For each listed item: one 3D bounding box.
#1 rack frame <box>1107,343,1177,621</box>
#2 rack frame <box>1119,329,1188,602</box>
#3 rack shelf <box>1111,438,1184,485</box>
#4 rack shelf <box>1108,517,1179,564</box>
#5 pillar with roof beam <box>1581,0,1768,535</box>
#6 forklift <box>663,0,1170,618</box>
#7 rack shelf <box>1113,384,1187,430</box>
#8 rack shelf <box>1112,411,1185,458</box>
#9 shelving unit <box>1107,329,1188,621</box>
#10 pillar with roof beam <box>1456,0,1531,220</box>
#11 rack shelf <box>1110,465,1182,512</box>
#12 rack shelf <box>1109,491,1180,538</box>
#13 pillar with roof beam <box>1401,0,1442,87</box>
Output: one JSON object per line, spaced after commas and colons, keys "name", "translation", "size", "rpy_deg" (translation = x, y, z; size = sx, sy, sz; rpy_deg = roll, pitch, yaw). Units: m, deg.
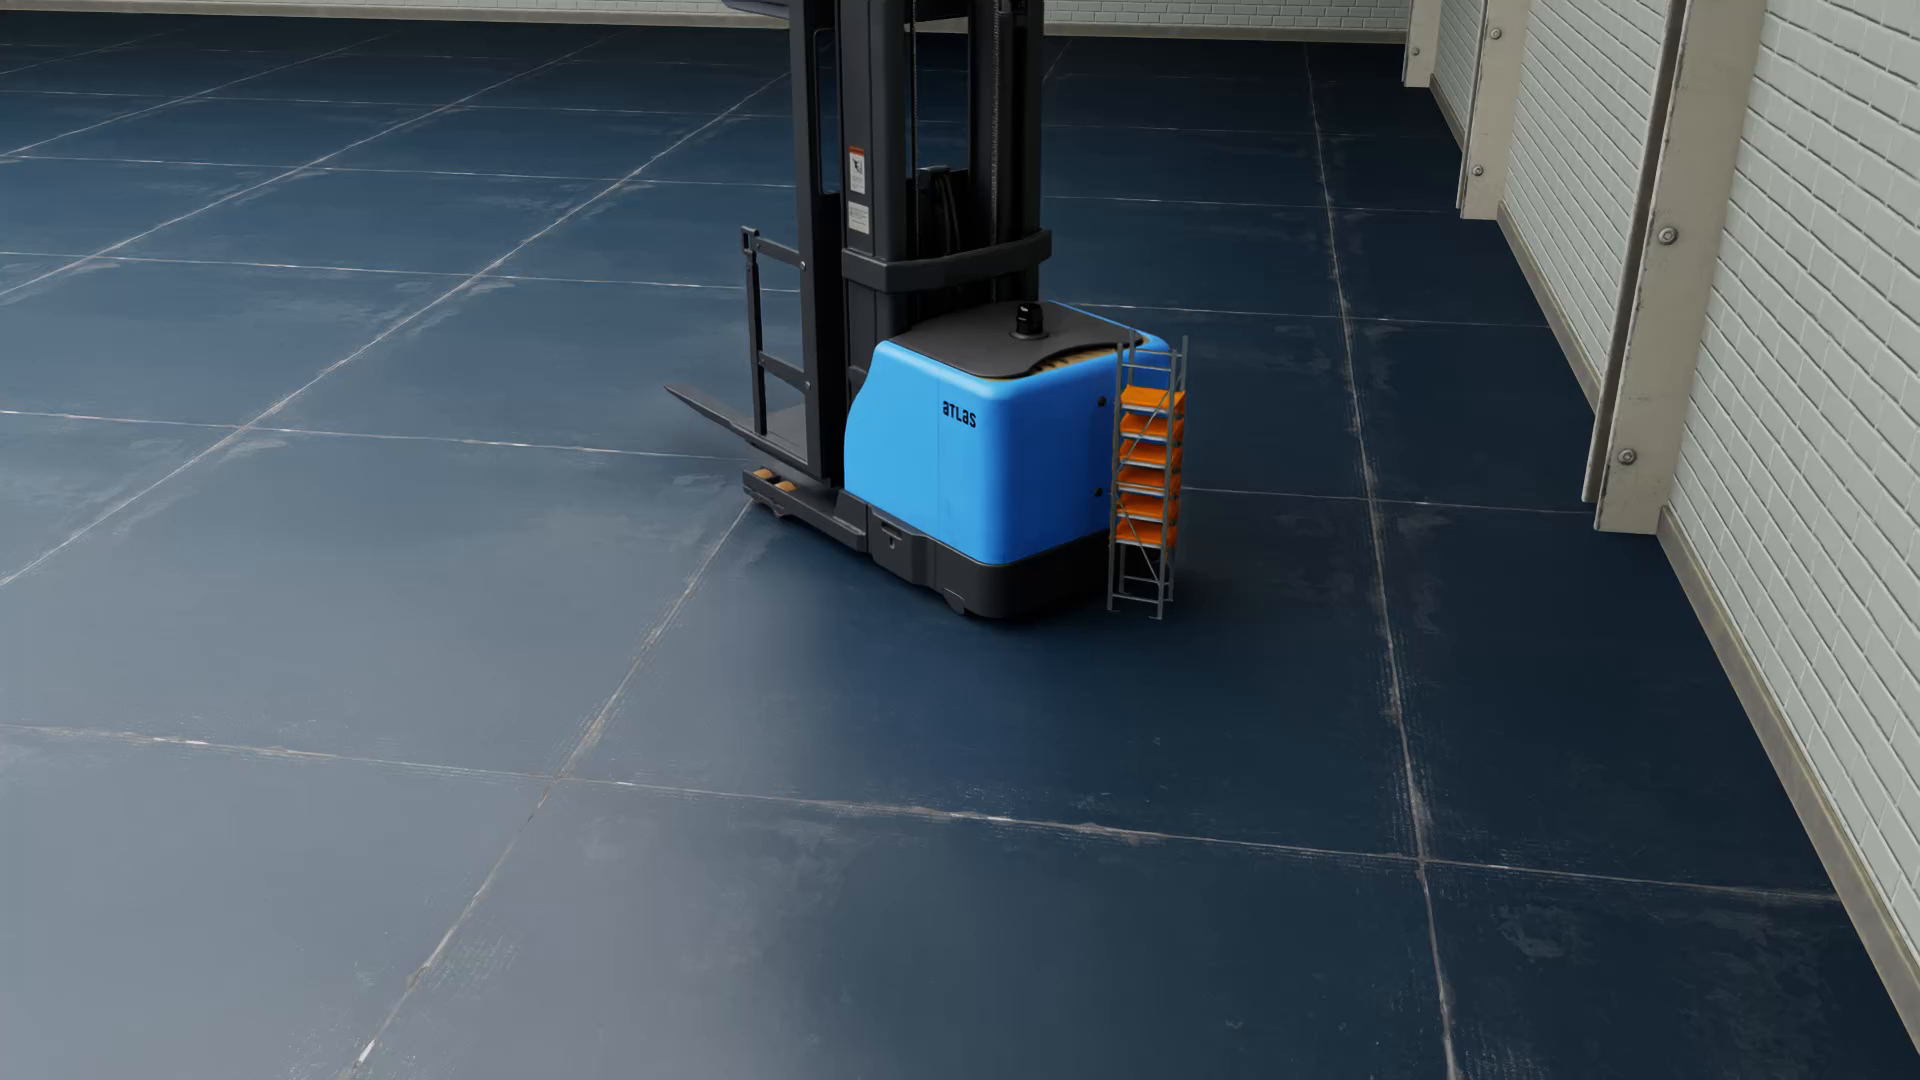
{"name": "rack frame", "translation": [0.739, -0.220, 6.804], "size": [0.240, 1.200, 0.006], "rpy_deg": [9, 27, 19]}
{"name": "rack frame", "translation": [0.804, -0.294, 6.959], "size": [0.240, 1.200, 0.006], "rpy_deg": [9, 27, 19]}
{"name": "rack shelf", "translation": [0.771, -0.325, 6.849], "size": [0.258, 0.103, 0.180], "rpy_deg": [9, 27, 19]}
{"name": "rack shelf", "translation": [0.773, 0.000, 7.004], "size": [0.258, 0.103, 0.180], "rpy_deg": [9, 27, 19]}
{"name": "pillar with roof beam", "translation": [-1.065, -4.490, 6.728], "size": [9.100, 9.000, 0.400], "rpy_deg": [4, 25, 9]}
{"name": "forklift", "translation": [-0.405, -1.559, 7.623], "size": [1.130, 2.935, 3.031], "rpy_deg": [-19, 31, -35]}
{"name": "rack shelf", "translation": [0.771, -0.542, 6.745], "size": [0.258, 0.103, 0.180], "rpy_deg": [9, 27, 19]}
{"name": "rack shelf", "translation": [0.771, -0.433, 6.797], "size": [0.258, 0.103, 0.180], "rpy_deg": [9, 27, 19]}
{"name": "shelving unit", "translation": [0.772, -0.257, 6.881], "size": [0.258, 1.200, 0.189], "rpy_deg": [9, 27, 19]}
{"name": "pillar with roof beam", "translation": [-0.084, -7.000, 12.089], "size": [9.100, 9.000, 0.400], "rpy_deg": [4, 25, 9]}
{"name": "rack shelf", "translation": [0.772, -0.217, 6.900], "size": [0.258, 0.103, 0.180], "rpy_deg": [9, 27, 19]}
{"name": "rack shelf", "translation": [0.772, -0.109, 6.952], "size": [0.258, 0.103, 0.180], "rpy_deg": [9, 27, 19]}
{"name": "pillar with roof beam", "translation": [0.897, -9.509, 17.450], "size": [9.100, 9.000, 0.400], "rpy_deg": [4, 25, 9]}
